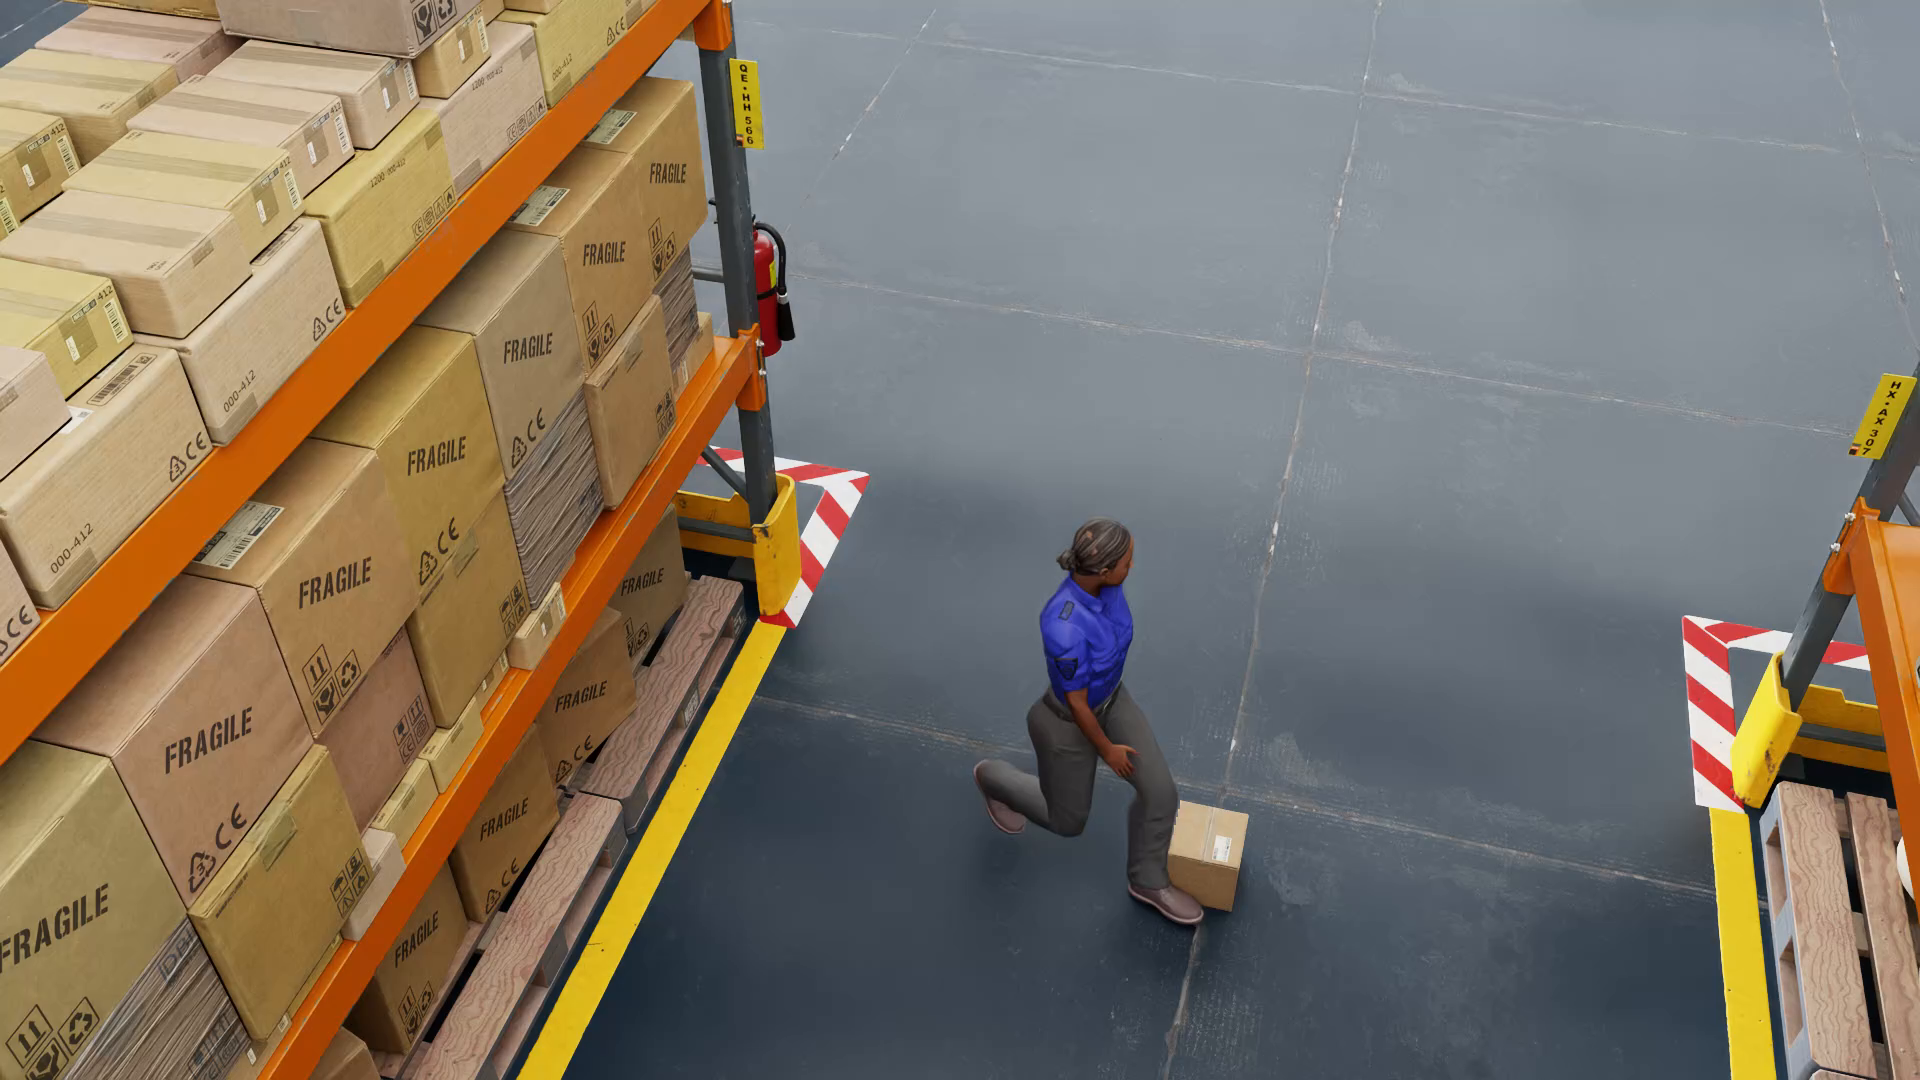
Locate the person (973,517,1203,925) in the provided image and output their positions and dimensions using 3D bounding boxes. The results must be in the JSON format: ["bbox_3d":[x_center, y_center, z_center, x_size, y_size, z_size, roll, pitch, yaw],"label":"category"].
[{"bbox_3d":[0.476,0.578,5.574,0.958,1.541,0.429,26,47,26],"label":"person"}]
